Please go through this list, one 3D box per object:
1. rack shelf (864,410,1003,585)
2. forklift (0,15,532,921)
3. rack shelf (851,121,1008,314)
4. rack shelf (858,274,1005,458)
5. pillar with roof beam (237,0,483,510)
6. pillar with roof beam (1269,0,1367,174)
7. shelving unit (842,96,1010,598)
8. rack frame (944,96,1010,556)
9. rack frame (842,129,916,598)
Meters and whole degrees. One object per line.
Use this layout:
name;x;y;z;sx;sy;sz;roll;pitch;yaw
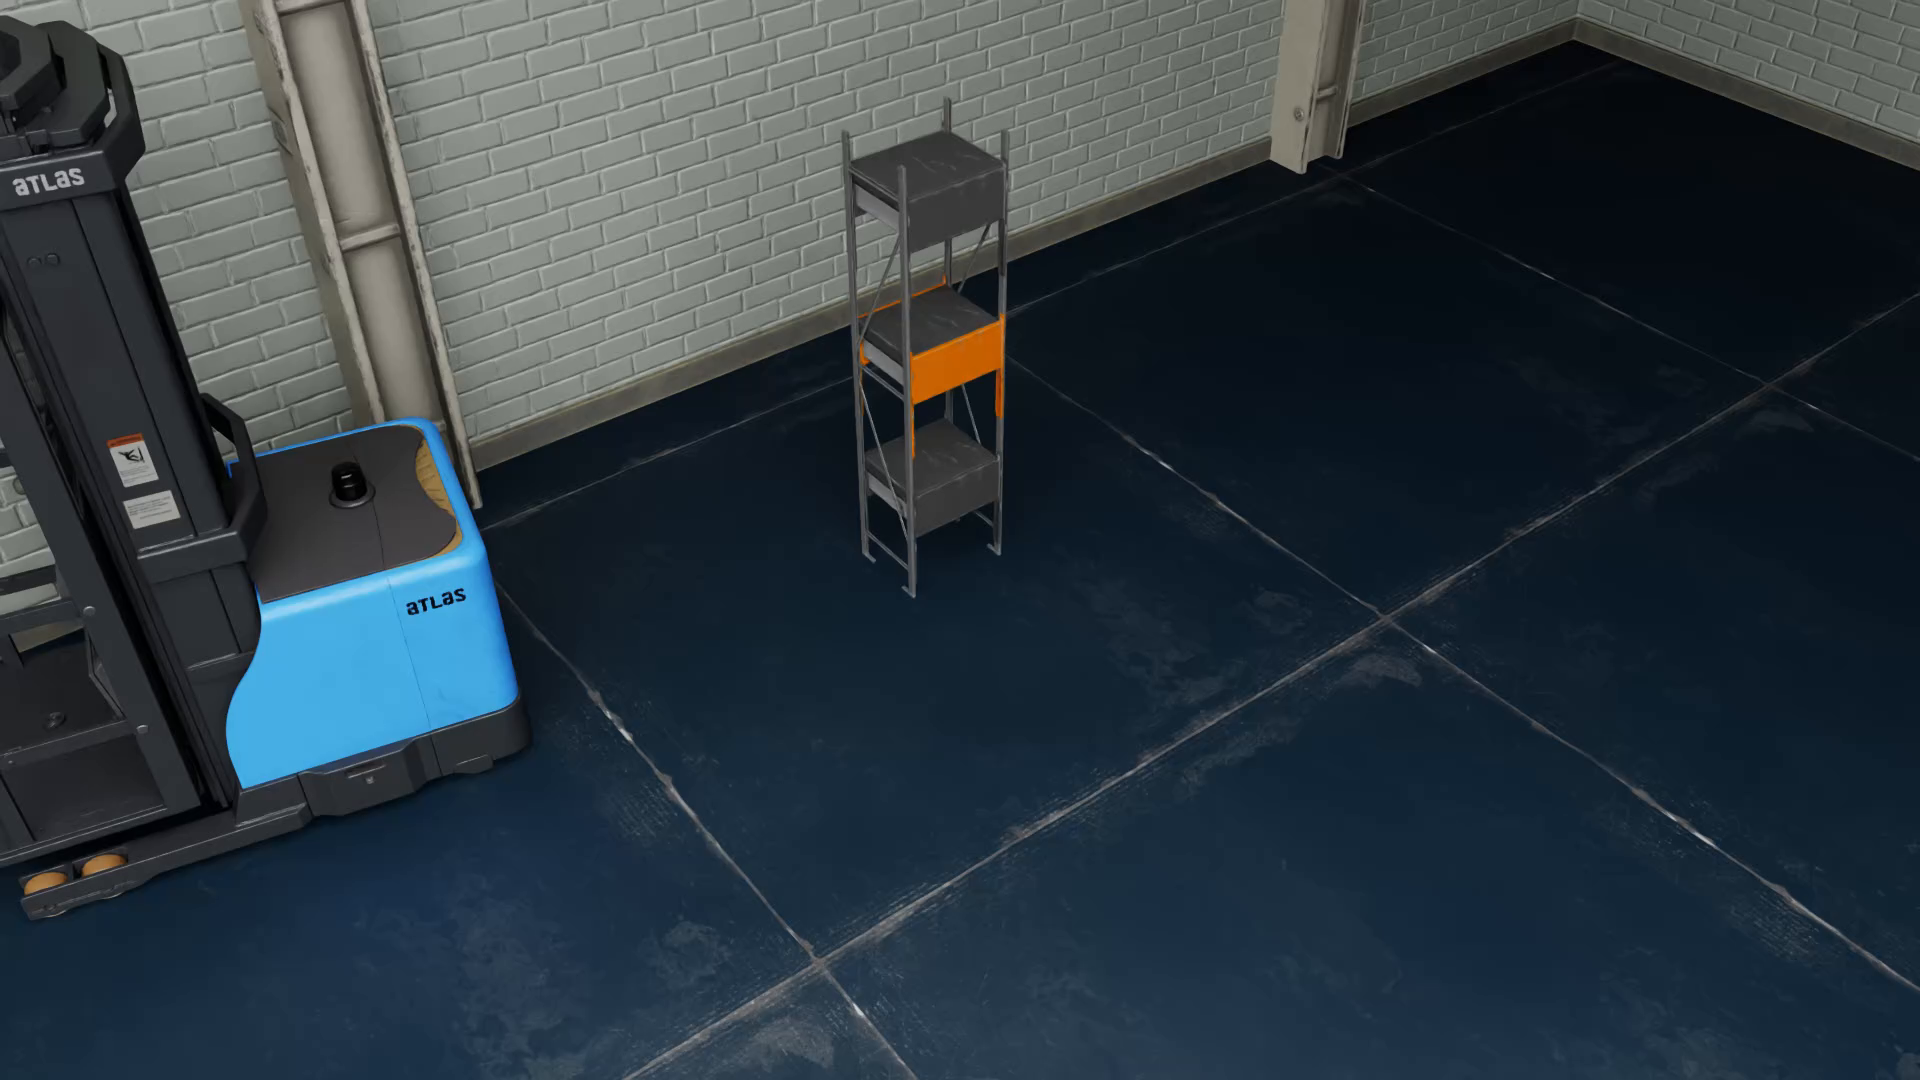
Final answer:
rack shelf;-0.131;-0.196;7.459;0.480;0.518;0.431;-26;46;-28
forklift;-3.277;-0.142;5.612;3.031;2.935;1.130;-17;42;-19
rack shelf;-0.131;-1.278;6.571;0.480;0.518;0.431;-26;46;-28
rack shelf;-0.131;-0.737;7.015;0.480;0.518;0.431;-26;46;-28
pillar with roof beam;0.097;-1.477;2.455;0.400;9.000;9.100;-26;46;-28
pillar with roof beam;4.855;-3.796;5.282;0.400;9.000;9.100;-26;46;-28
shelving unit;-0.131;-0.748;7.006;0.503;2.100;0.431;-26;46;-28
rack frame;0.062;-0.842;7.121;0.015;2.100;0.400;-26;46;-28
rack frame;-0.325;-0.654;6.891;0.015;2.100;0.400;-26;46;-28
